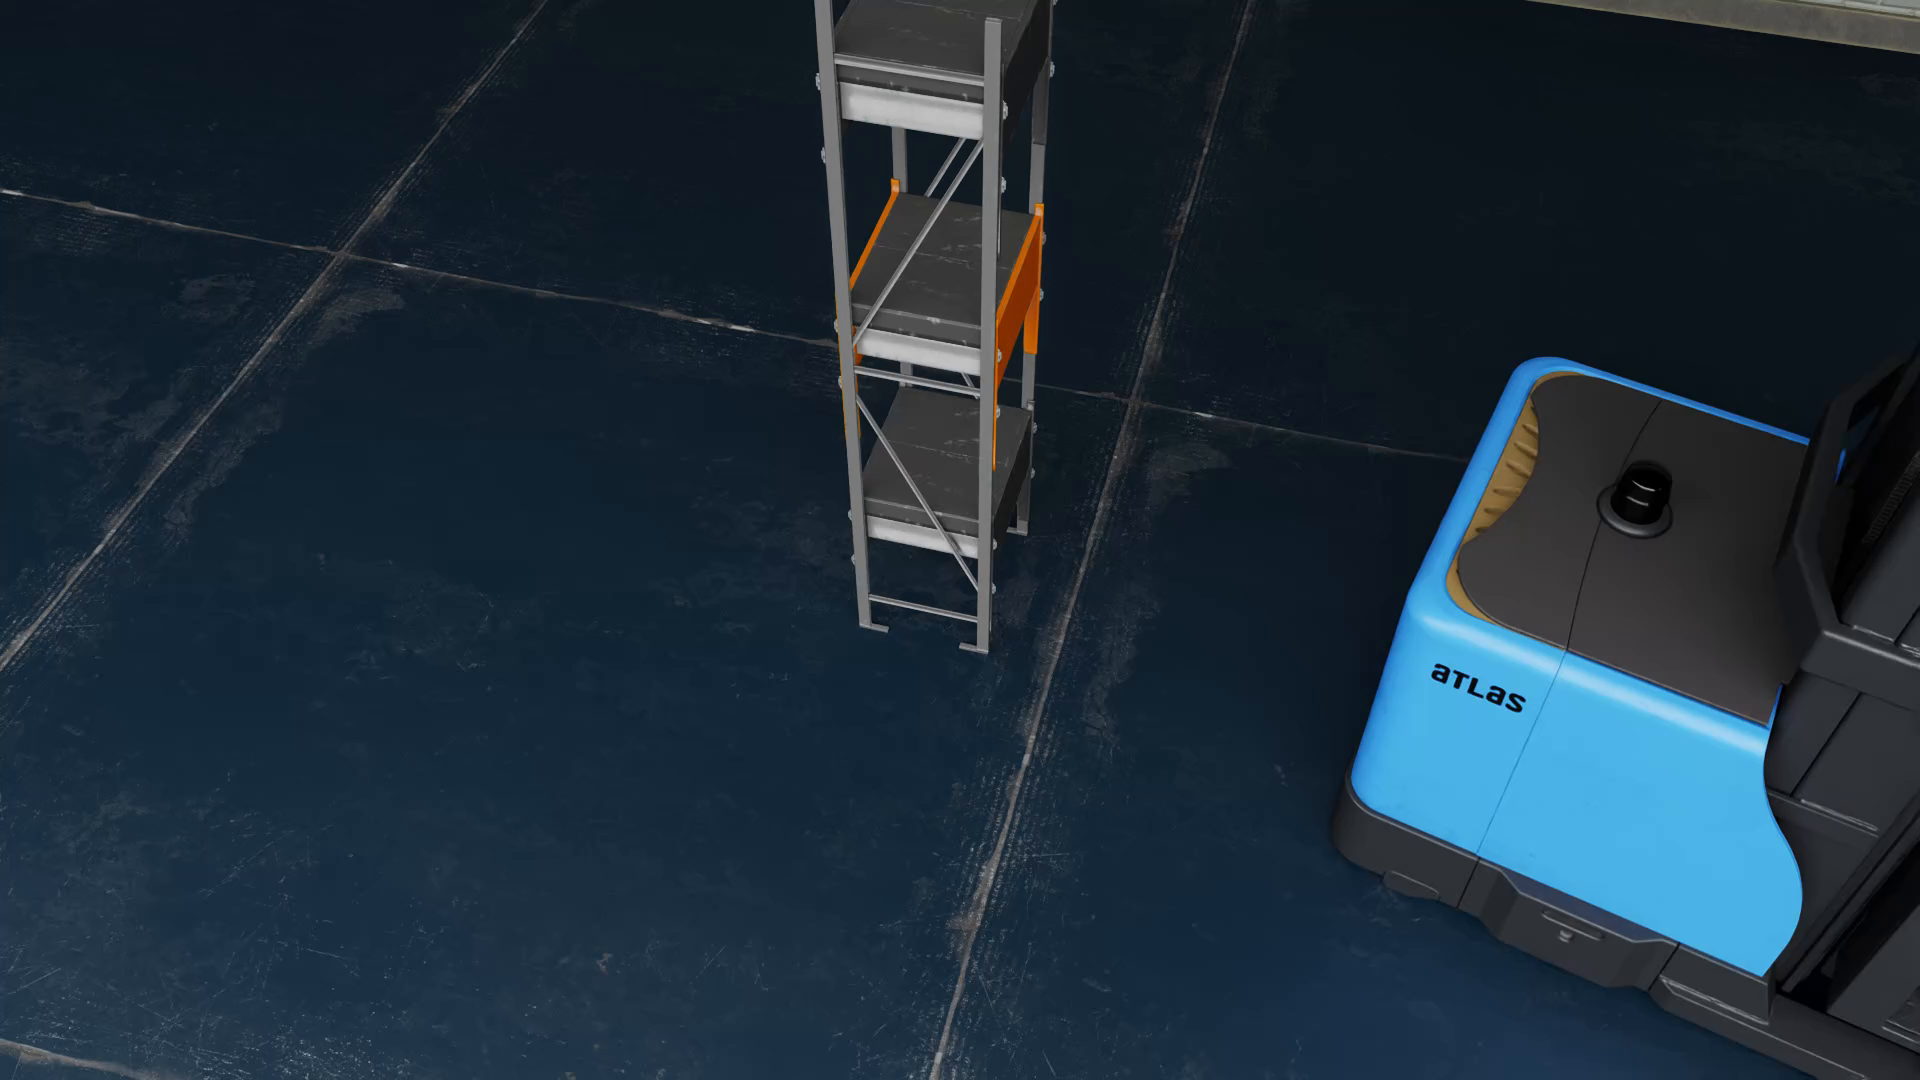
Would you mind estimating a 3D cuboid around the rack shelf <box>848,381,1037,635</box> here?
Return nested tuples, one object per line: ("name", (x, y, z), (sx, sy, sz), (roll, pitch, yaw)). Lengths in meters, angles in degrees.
("rack shelf", (-0.044, -0.103, 4.892), (0.431, 0.518, 0.480), (12, 50, 10))

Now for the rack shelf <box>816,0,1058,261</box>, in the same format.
("rack shelf", (-0.044, -1.029, 3.842), (0.431, 0.518, 0.480), (12, 50, 10))

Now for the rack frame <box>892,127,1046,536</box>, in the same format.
("rack frame", (0.021, -0.752, 4.513), (0.400, 2.100, 0.015), (12, 50, 10))

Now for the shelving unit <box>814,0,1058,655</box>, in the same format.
("shelving unit", (-0.044, -0.575, 4.357), (0.431, 2.100, 0.503), (12, 50, 10))

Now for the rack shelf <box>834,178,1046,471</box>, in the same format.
("rack shelf", (-0.044, -0.566, 4.367), (0.431, 0.518, 0.480), (12, 50, 10))

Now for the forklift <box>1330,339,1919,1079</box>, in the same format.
("forklift", (2.535, 0.094, 3.212), (3.031, 2.935, 1.130), (22, 52, 18))

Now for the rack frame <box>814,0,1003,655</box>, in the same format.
("rack frame", (-0.108, -0.399, 4.201), (0.400, 2.100, 0.015), (12, 50, 10))
